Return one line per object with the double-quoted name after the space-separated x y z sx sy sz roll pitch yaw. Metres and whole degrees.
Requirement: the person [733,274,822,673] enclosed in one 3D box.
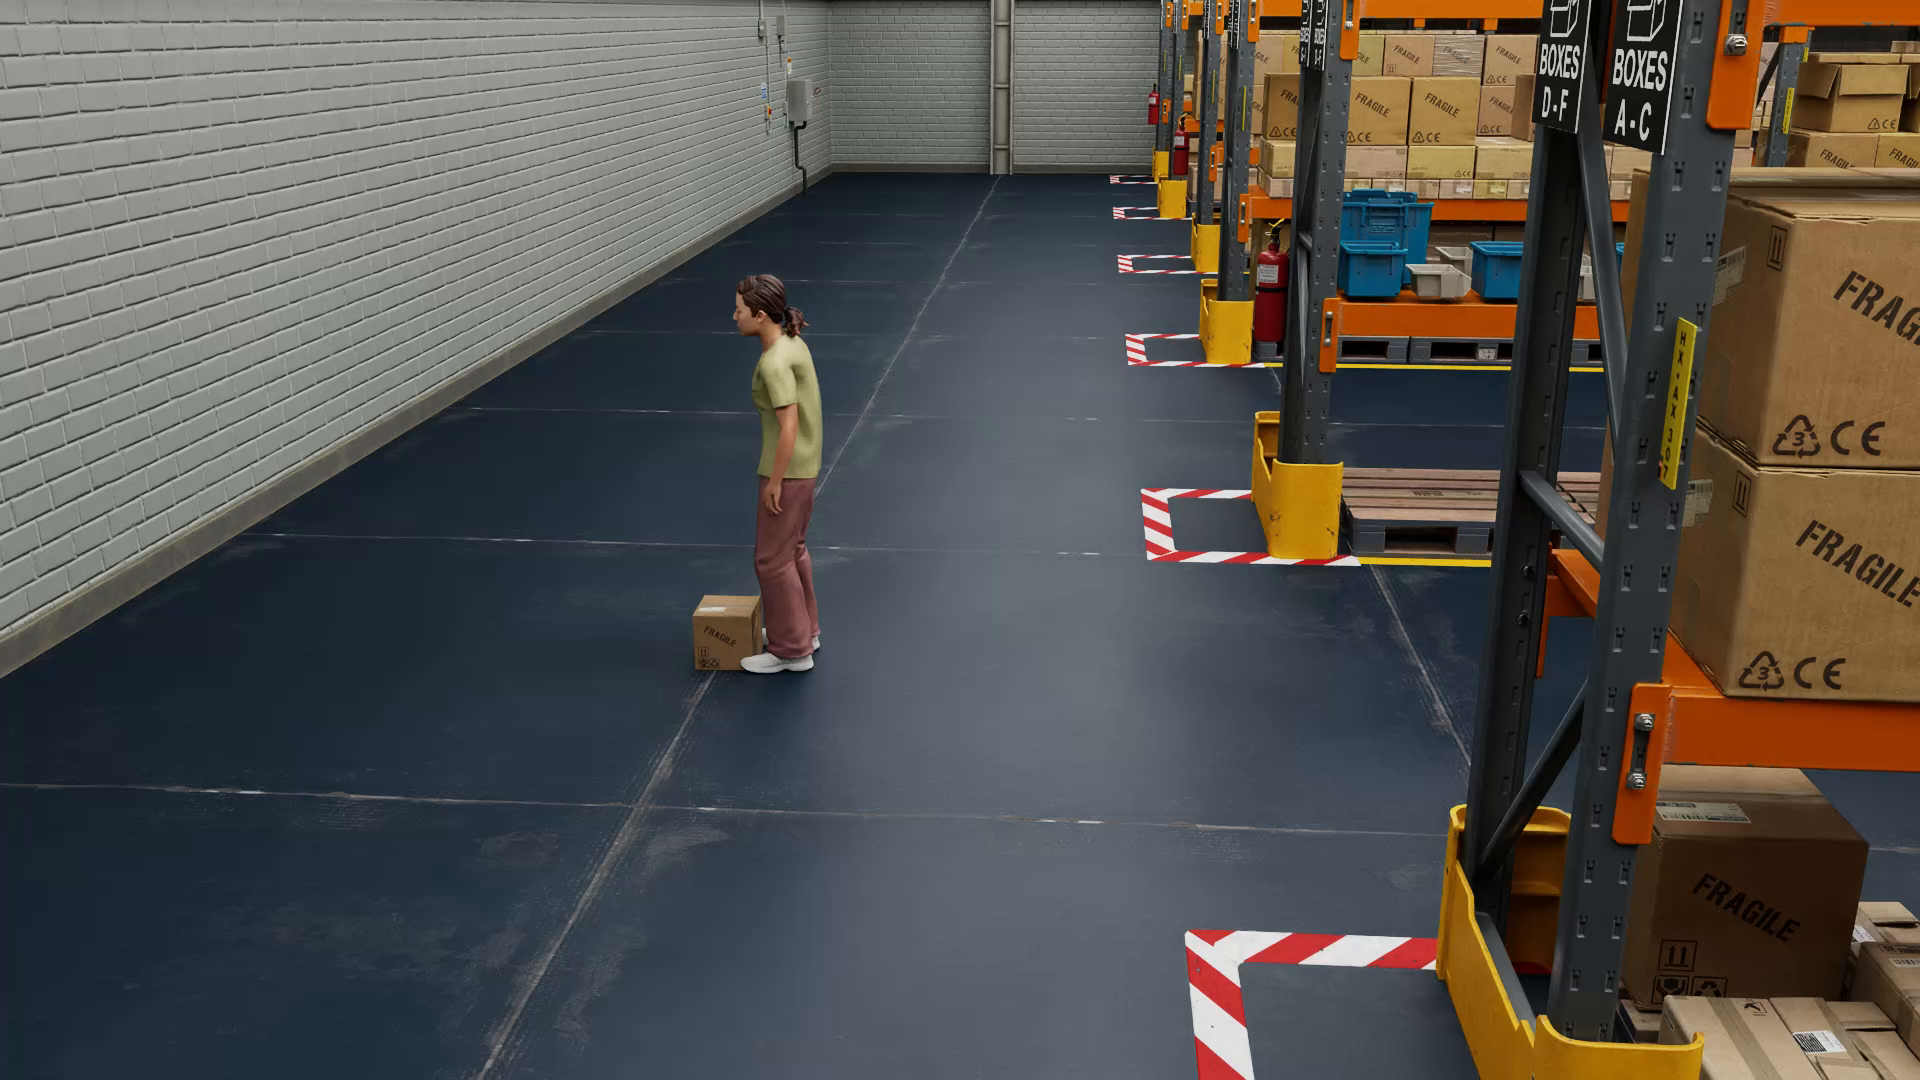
-0.750 -0.274 6.918 0.359 1.672 0.521 0 18 1 "person"
